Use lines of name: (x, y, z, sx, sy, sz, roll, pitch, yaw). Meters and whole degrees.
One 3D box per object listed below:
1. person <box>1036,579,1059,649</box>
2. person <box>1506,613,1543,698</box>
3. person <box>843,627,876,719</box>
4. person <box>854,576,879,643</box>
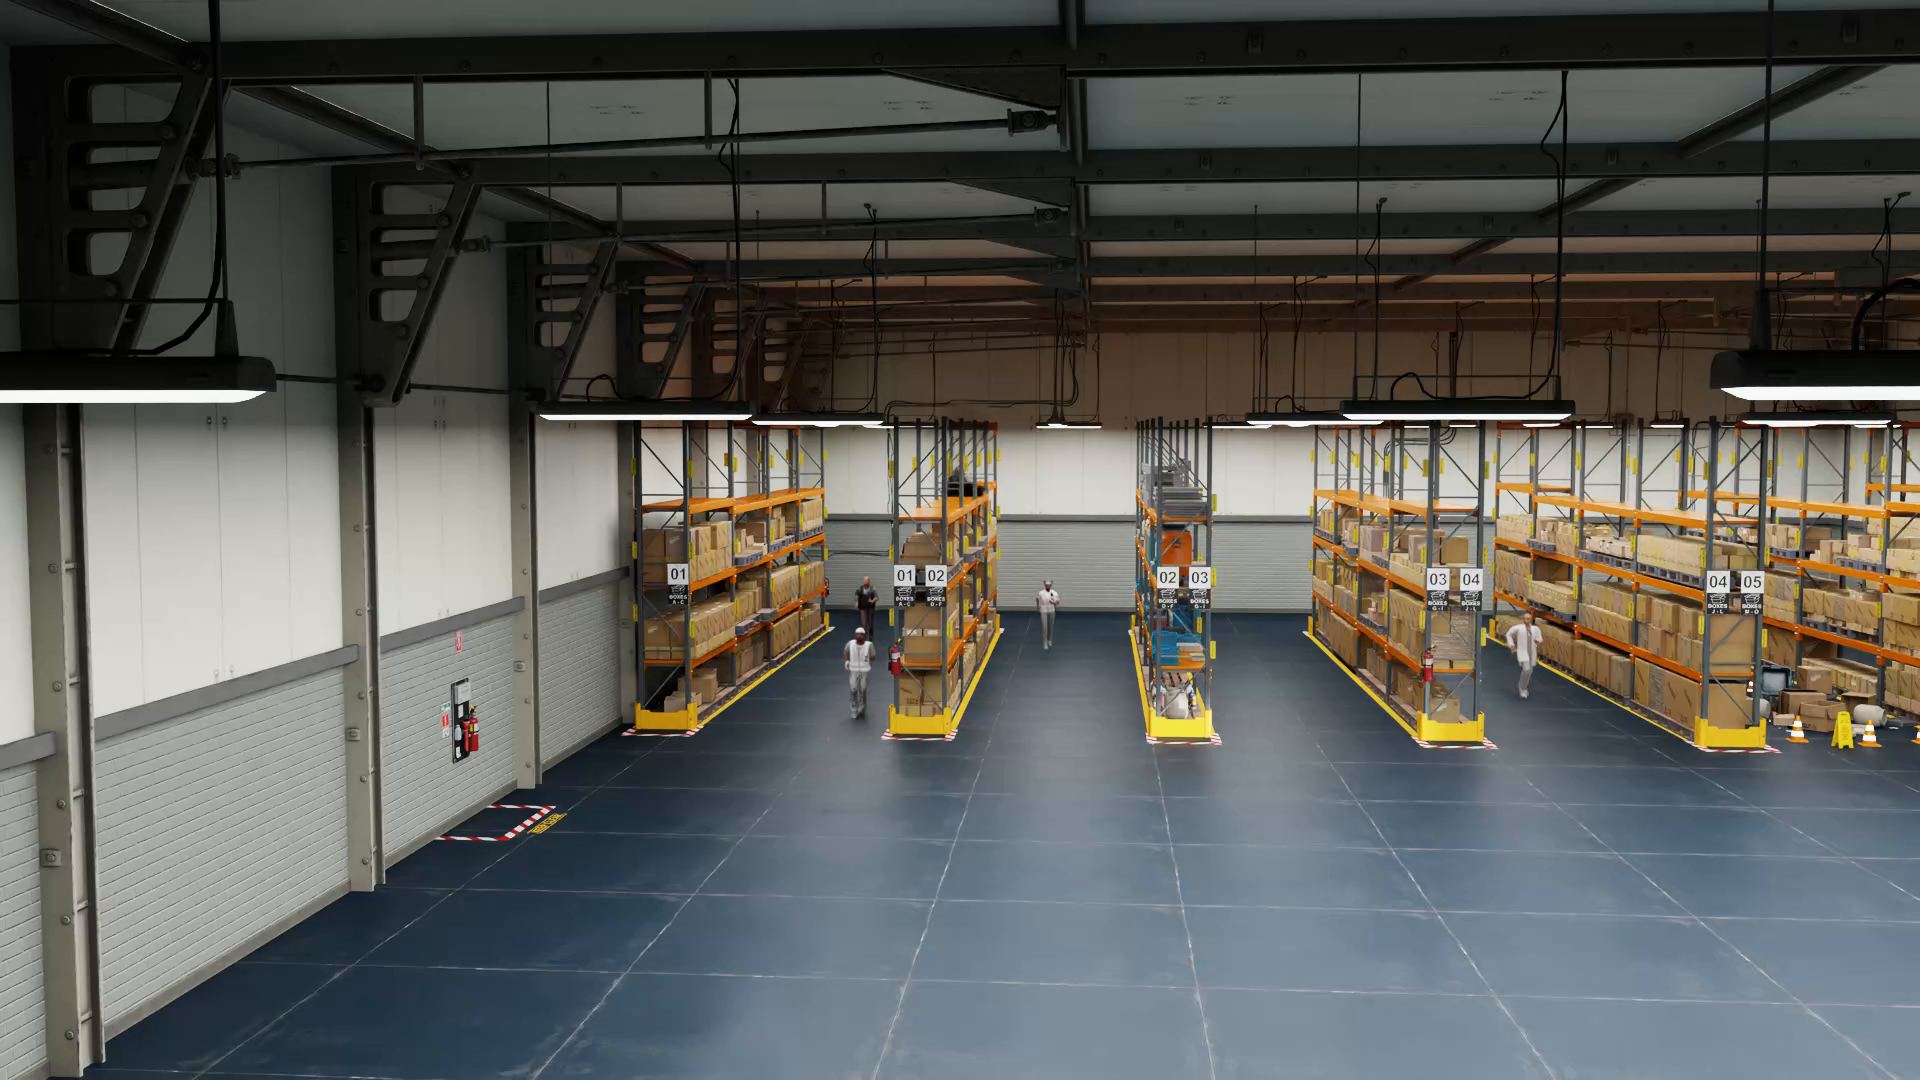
person: (2.203, 1.843, 41.685, 0.570, 1.723, 0.837, 0, 4, -1)
person: (12.227, 2.497, 35.911, 0.674, 1.829, 0.811, -1, 4, -8)
person: (-2.010, 2.664, 33.336, 0.655, 1.841, 0.776, 0, 4, -3)
person: (-2.387, 1.809, 42.460, 0.662, 1.765, 0.788, 0, 4, 2)
